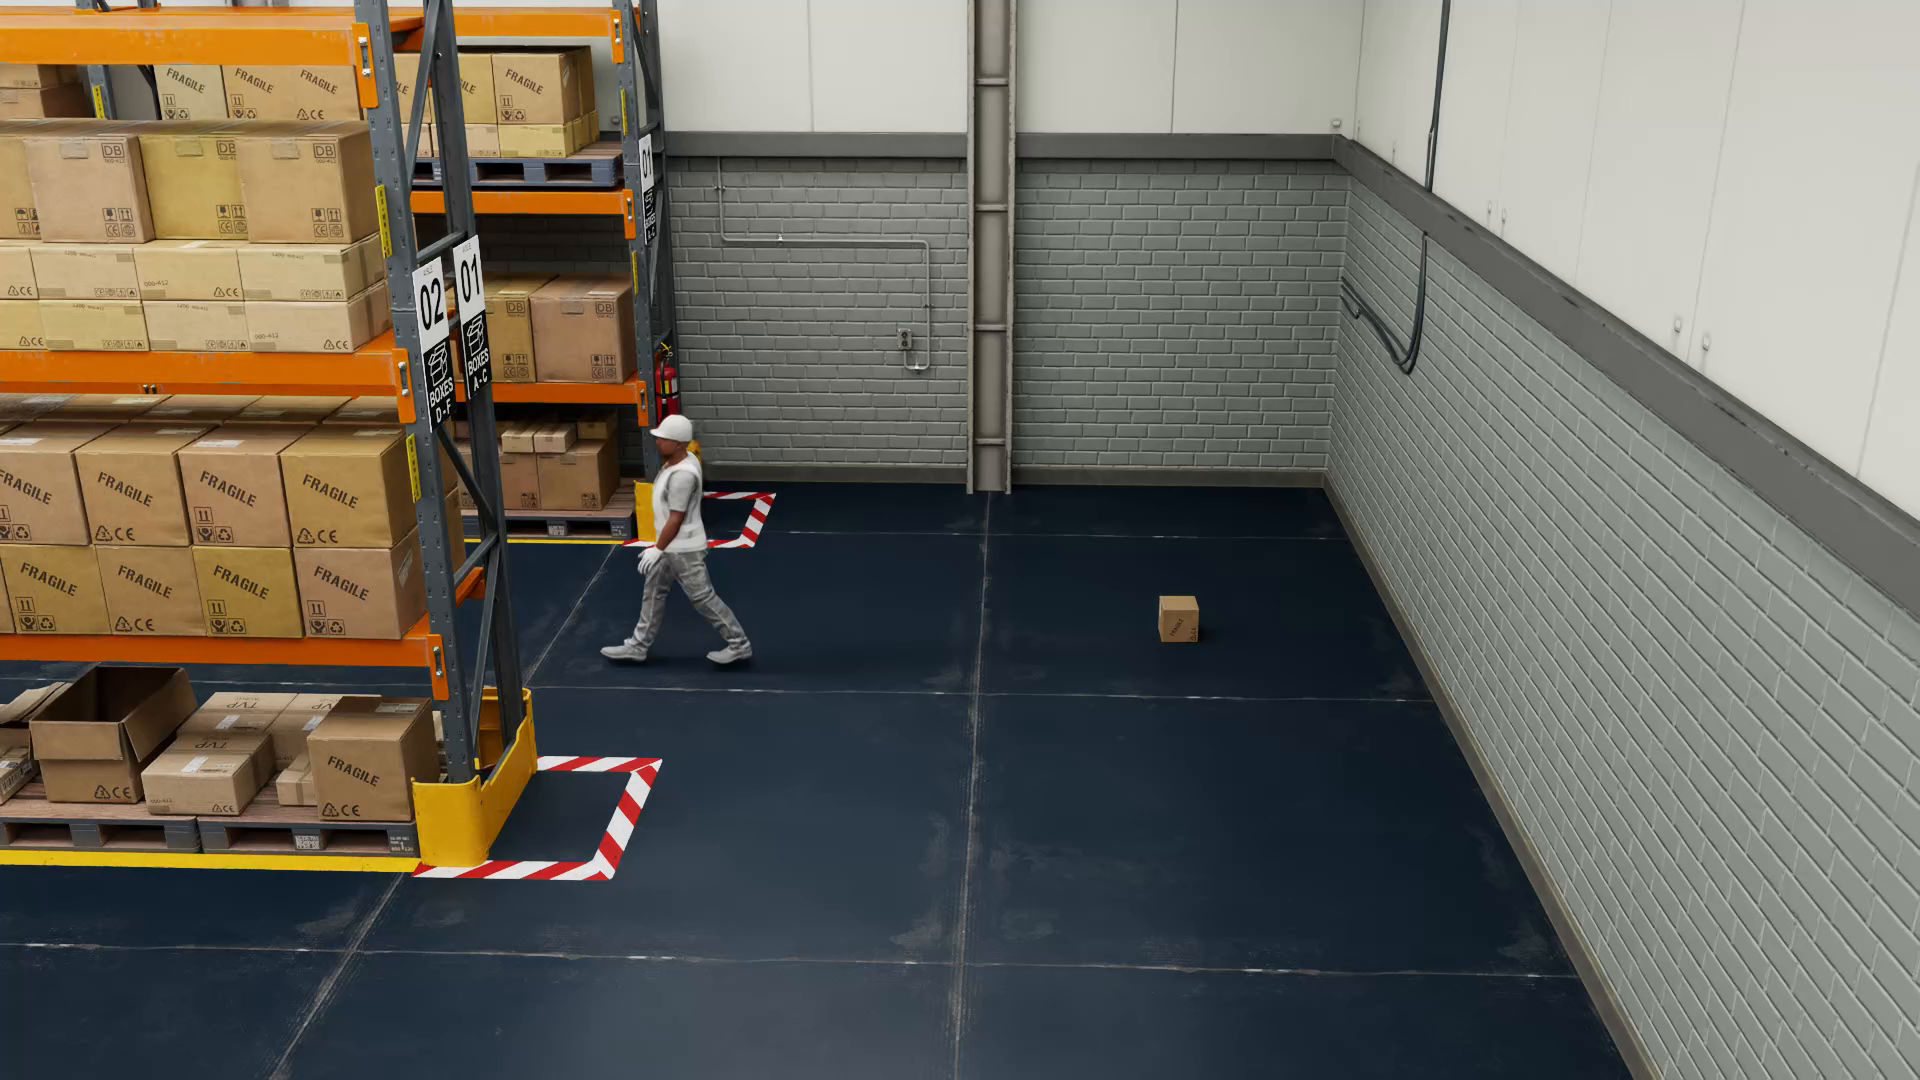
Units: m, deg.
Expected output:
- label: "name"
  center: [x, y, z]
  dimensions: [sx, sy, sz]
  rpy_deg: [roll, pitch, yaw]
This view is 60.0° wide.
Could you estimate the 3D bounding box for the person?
- label: "person"
  center: [-1.919, 0.022, 10.981]
  dimensions: [1.012, 1.739, 0.586]
  rpy_deg: [-4, 21, -11]
